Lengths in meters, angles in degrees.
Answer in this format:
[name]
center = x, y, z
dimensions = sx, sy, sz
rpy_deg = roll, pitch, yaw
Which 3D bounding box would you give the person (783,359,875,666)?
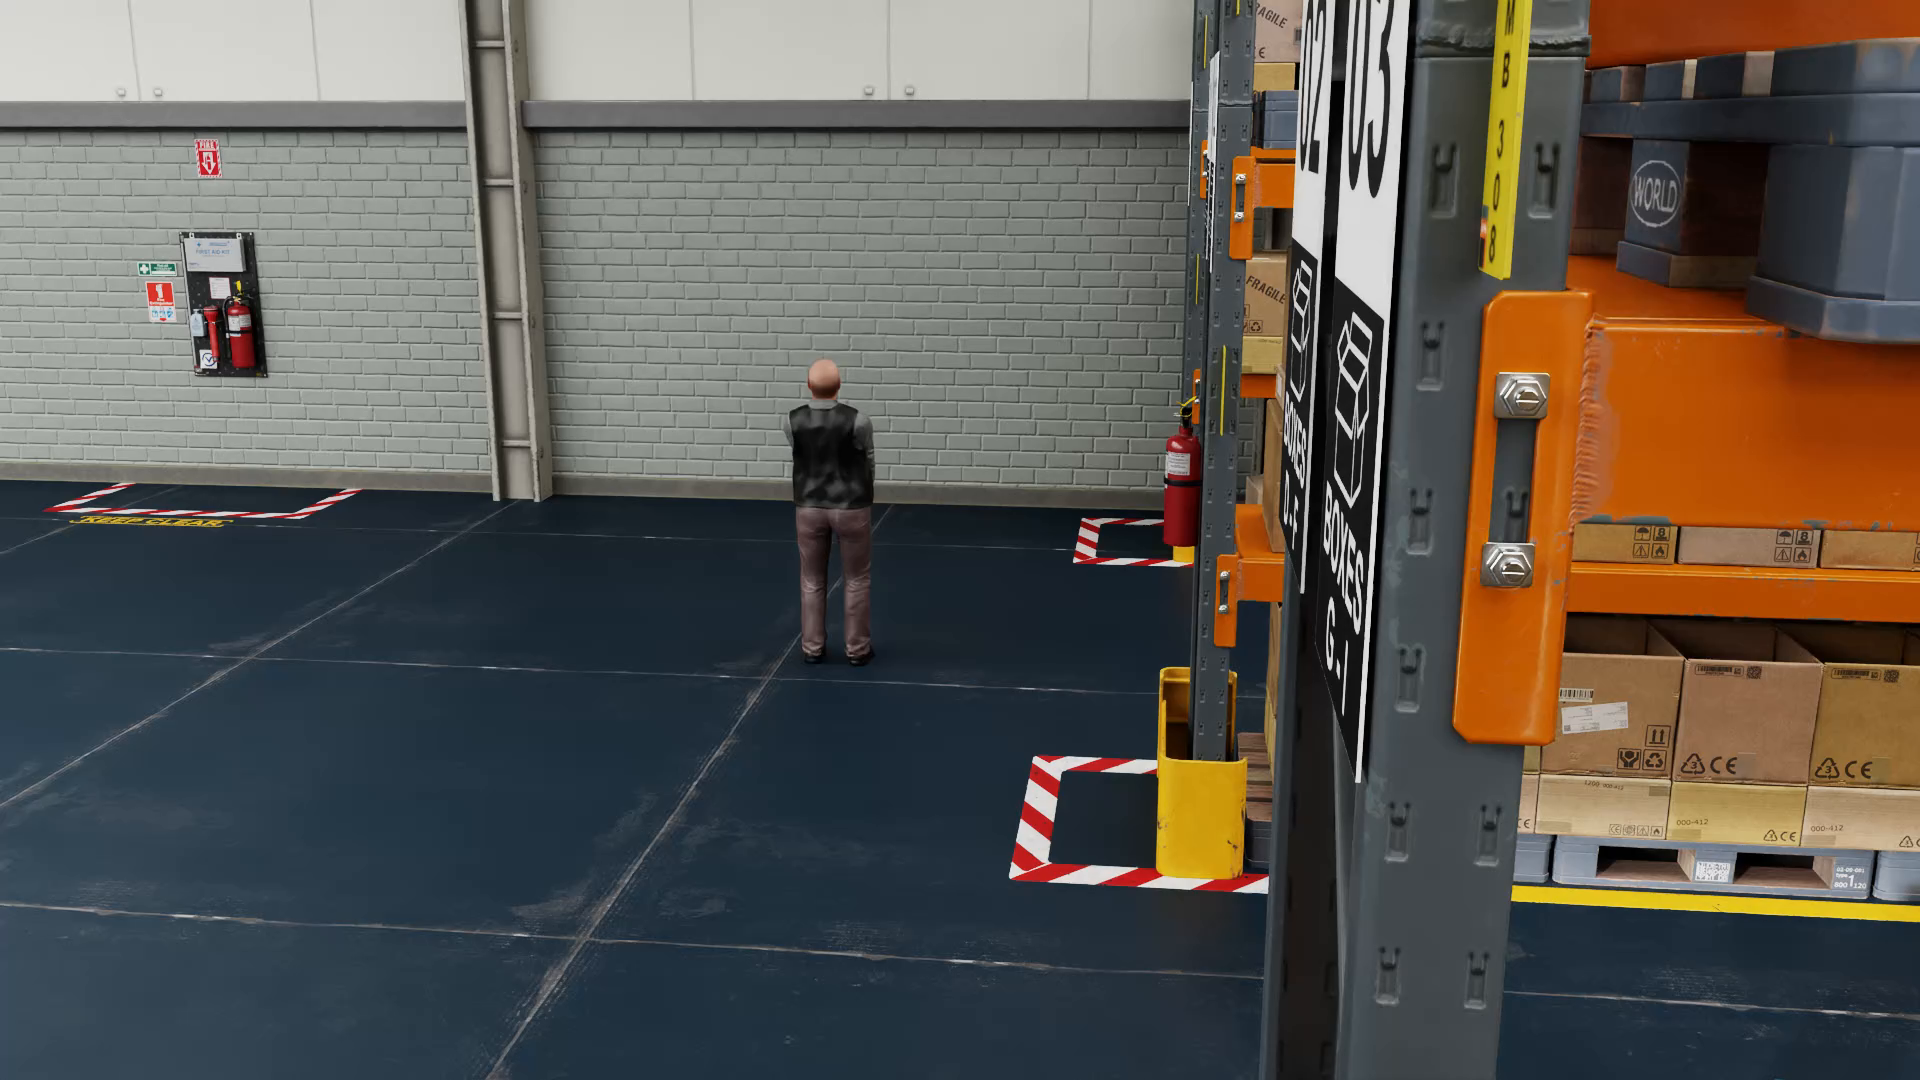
[person]
center = -0.703, -0.176, 9.271
dimensions = 0.494, 1.711, 0.560
rpy_deg = 2, 14, 7
